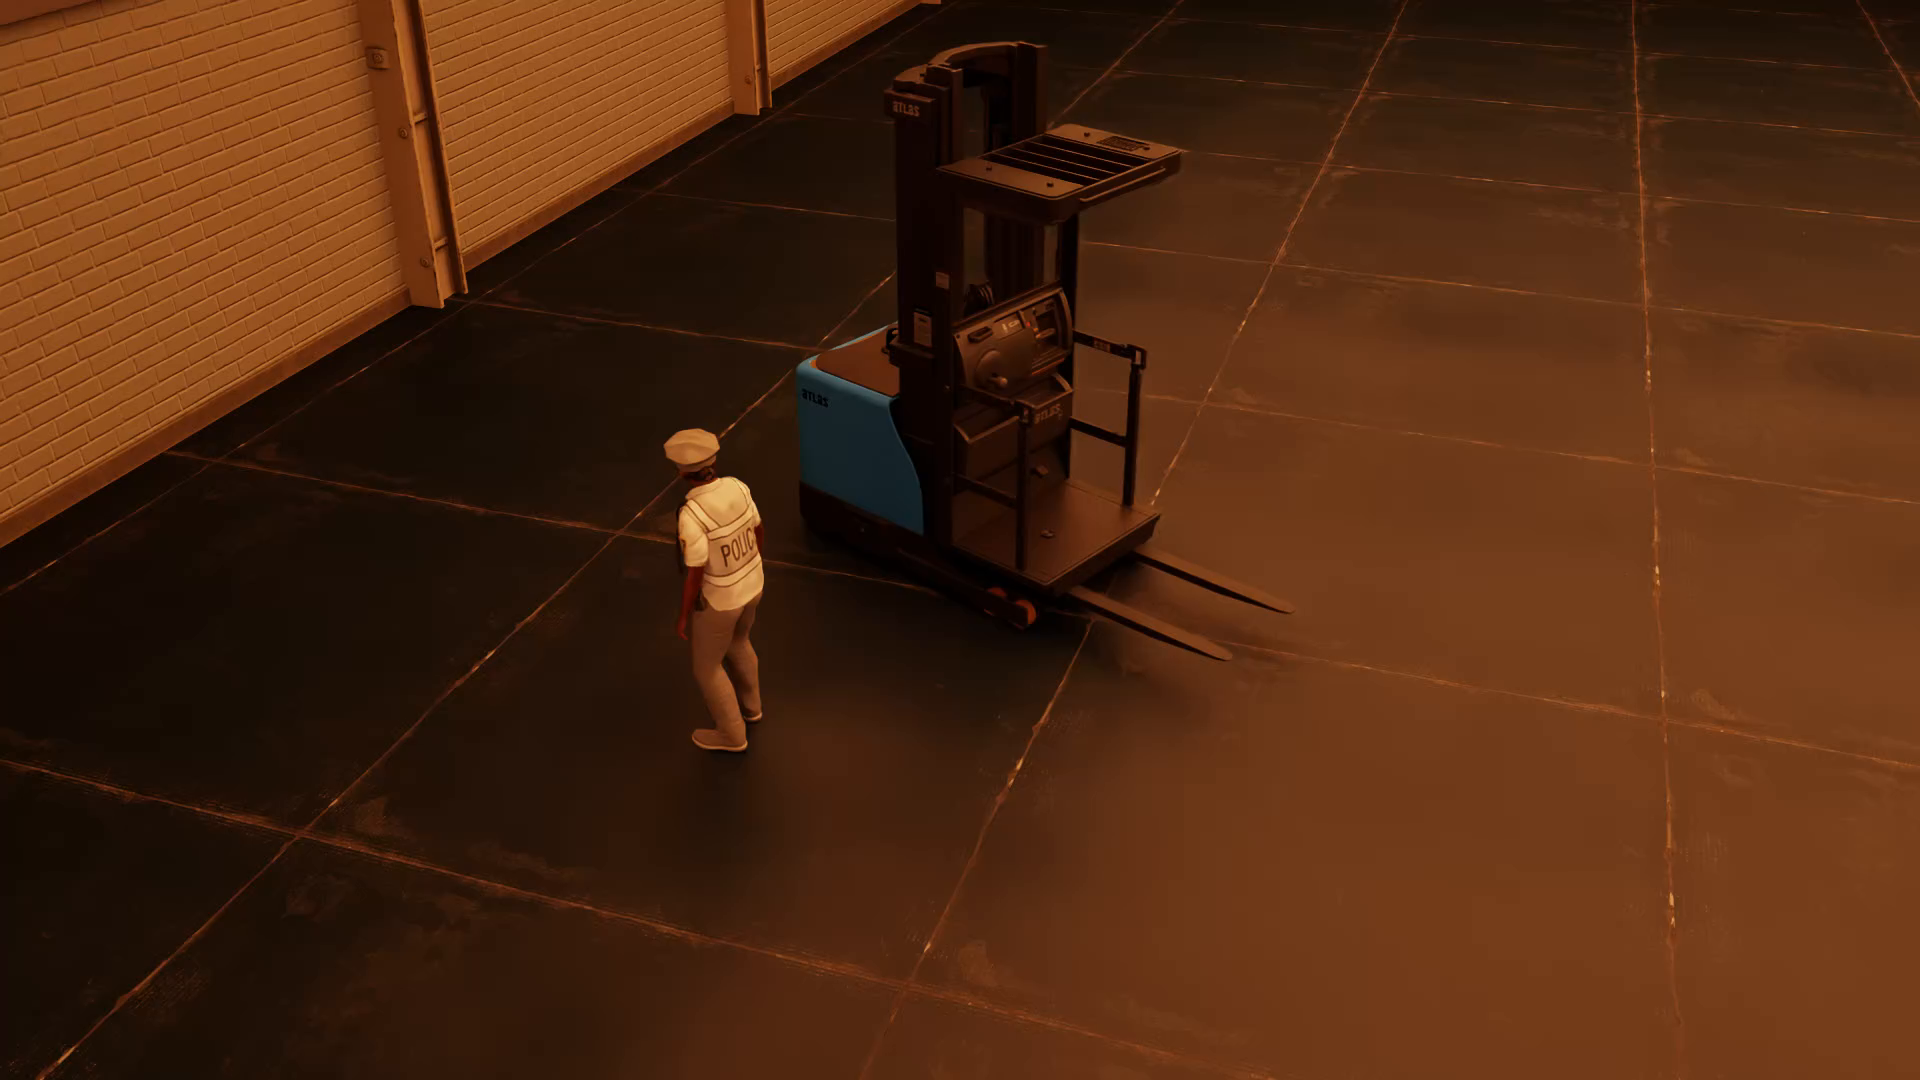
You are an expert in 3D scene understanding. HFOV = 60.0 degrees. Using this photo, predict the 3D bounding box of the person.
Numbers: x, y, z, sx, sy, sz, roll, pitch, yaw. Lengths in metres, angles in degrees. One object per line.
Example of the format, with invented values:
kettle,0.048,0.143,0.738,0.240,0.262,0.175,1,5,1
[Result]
person,-1.164,0.253,7.985,0.422,1.654,0.587,15,33,25

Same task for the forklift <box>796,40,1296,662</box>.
forklift,0.459,-1.074,9.021,3.031,2.935,1.130,23,37,35
